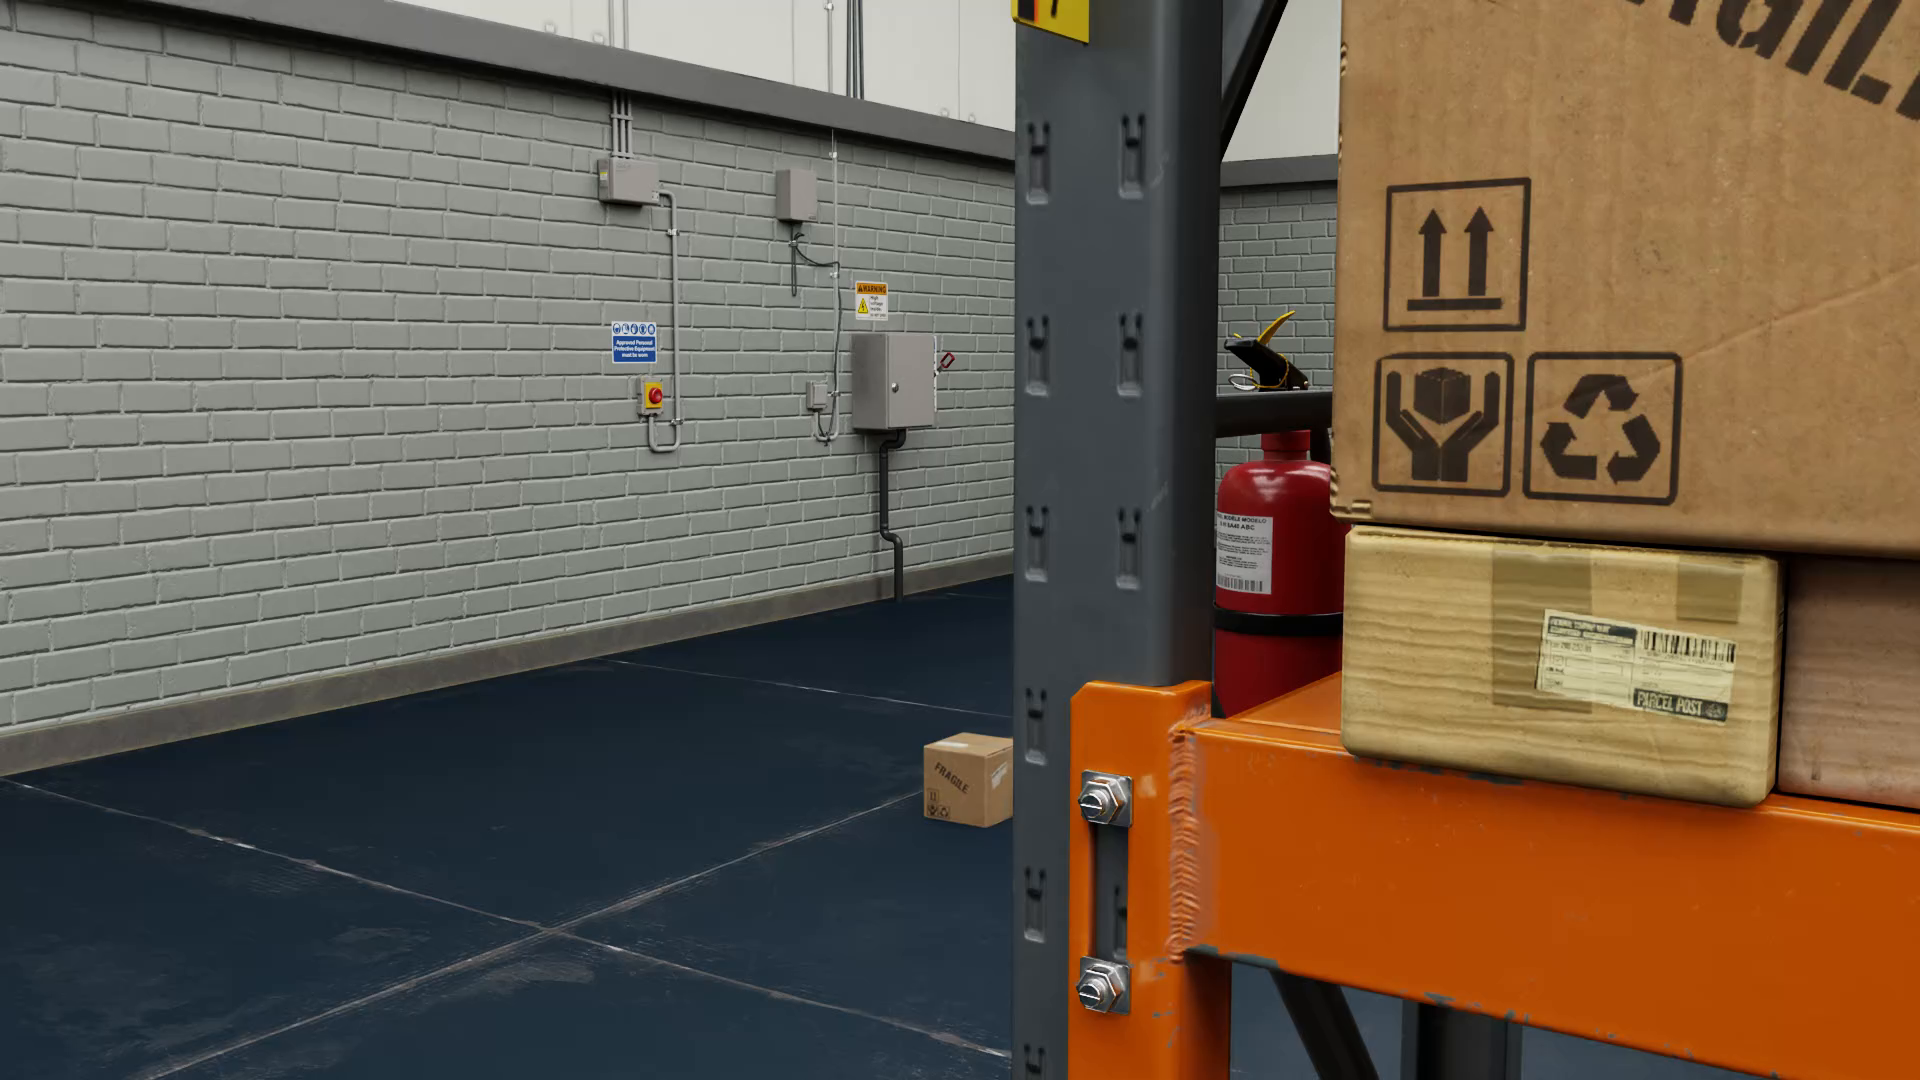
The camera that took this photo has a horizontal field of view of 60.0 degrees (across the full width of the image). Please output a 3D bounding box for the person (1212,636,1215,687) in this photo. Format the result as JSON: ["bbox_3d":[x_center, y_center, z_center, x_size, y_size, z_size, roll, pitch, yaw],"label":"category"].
[{"bbox_3d":[0.702,0.002,6.257,1.007,1.662,0.565,-3,7,-26],"label":"person"}]
